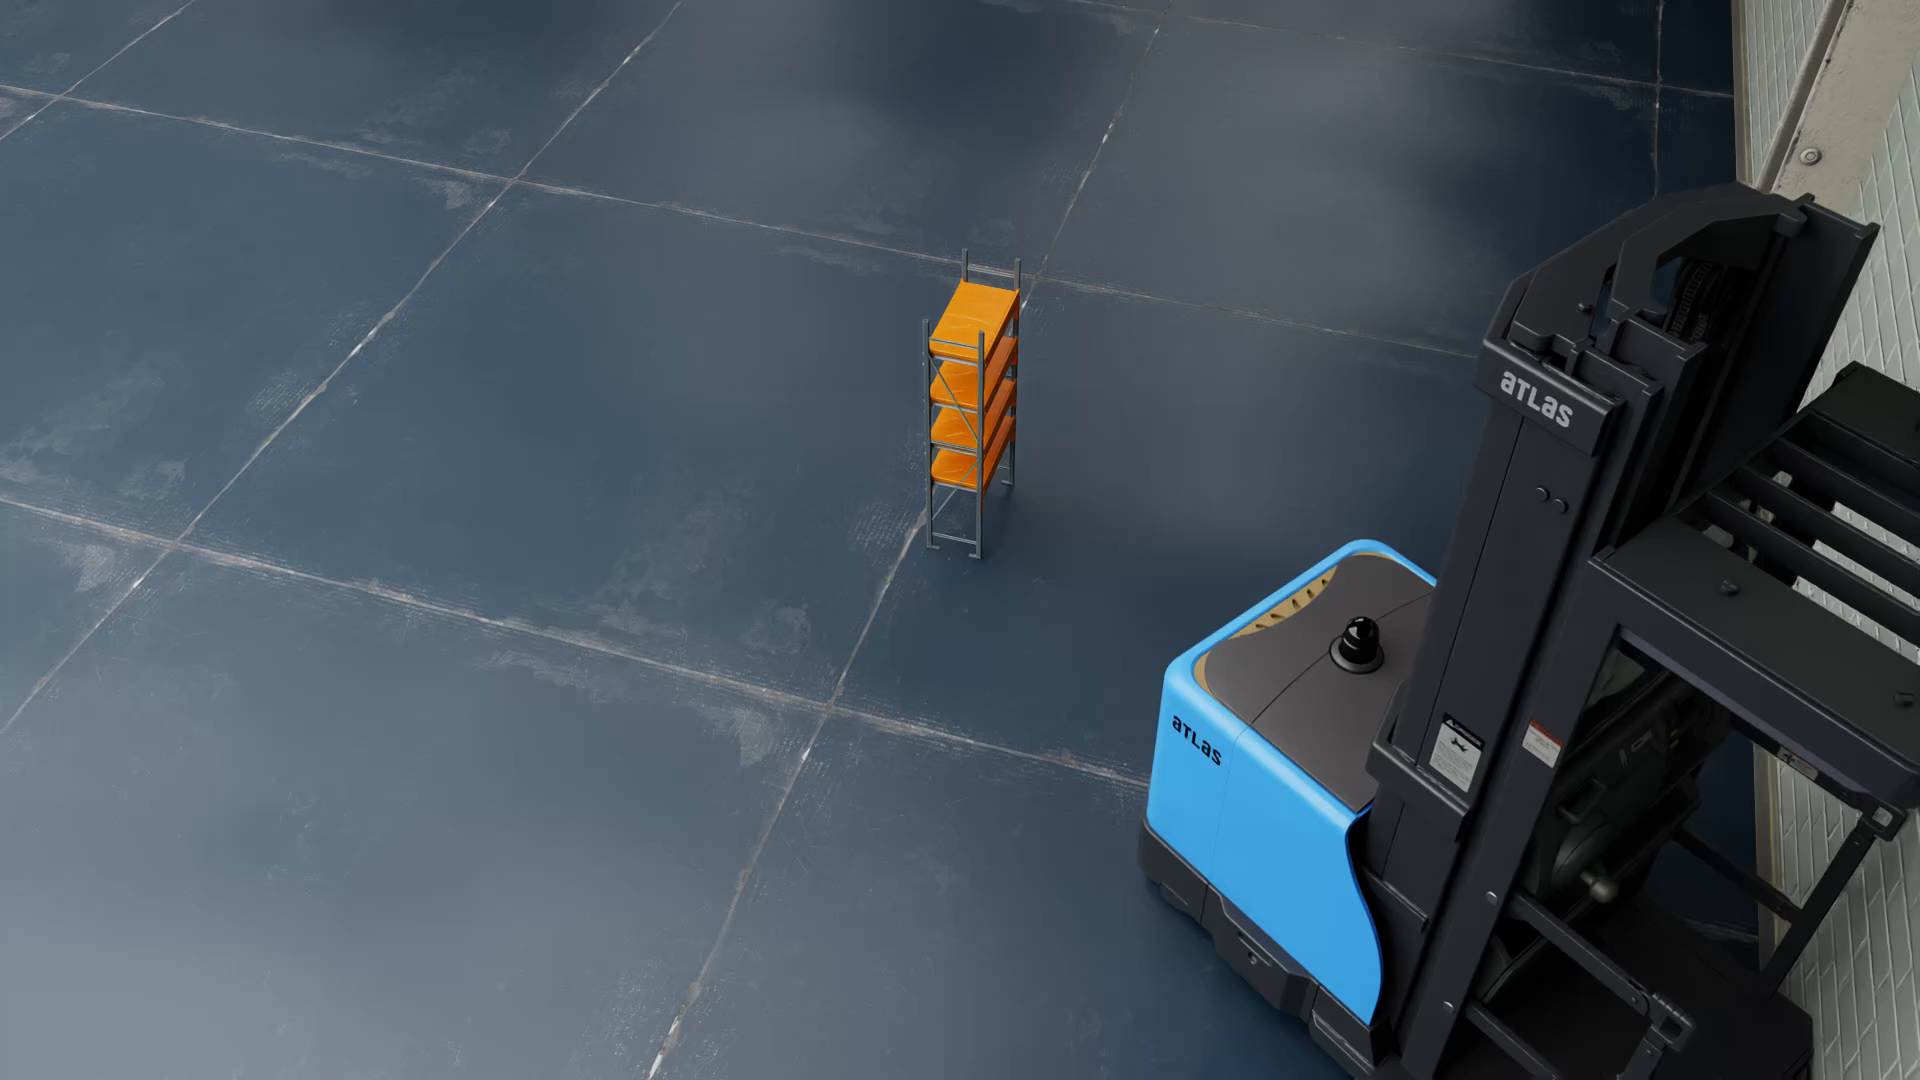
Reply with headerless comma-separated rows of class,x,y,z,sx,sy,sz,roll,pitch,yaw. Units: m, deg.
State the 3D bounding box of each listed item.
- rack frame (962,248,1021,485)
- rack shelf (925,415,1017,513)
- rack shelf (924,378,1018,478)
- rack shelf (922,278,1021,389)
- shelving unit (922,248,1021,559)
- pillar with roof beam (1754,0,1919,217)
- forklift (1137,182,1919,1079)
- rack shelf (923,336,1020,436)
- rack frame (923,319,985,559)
rack frame,0.124,-0.702,7.008,0.240,1.200,0.015,13,46,13
rack shelf,0.050,-0.349,7.028,0.258,0.148,0.480,13,46,13
rack shelf,0.050,-0.491,6.889,0.258,0.148,0.480,13,46,13
rack shelf,0.050,-0.820,6.567,0.258,0.148,0.480,13,46,13
shelving unit,0.050,-0.539,6.842,0.258,1.200,0.503,13,46,13
pillar with roof beam,-0.545,-4.778,5.598,9.100,9.000,0.400,13,46,13
forklift,1.951,0.702,4.336,1.130,2.935,3.031,-30,52,-27
rack shelf,0.050,-0.651,6.733,0.258,0.148,0.480,13,46,13
rack frame,-0.024,-0.377,6.676,0.240,1.200,0.015,13,46,13
